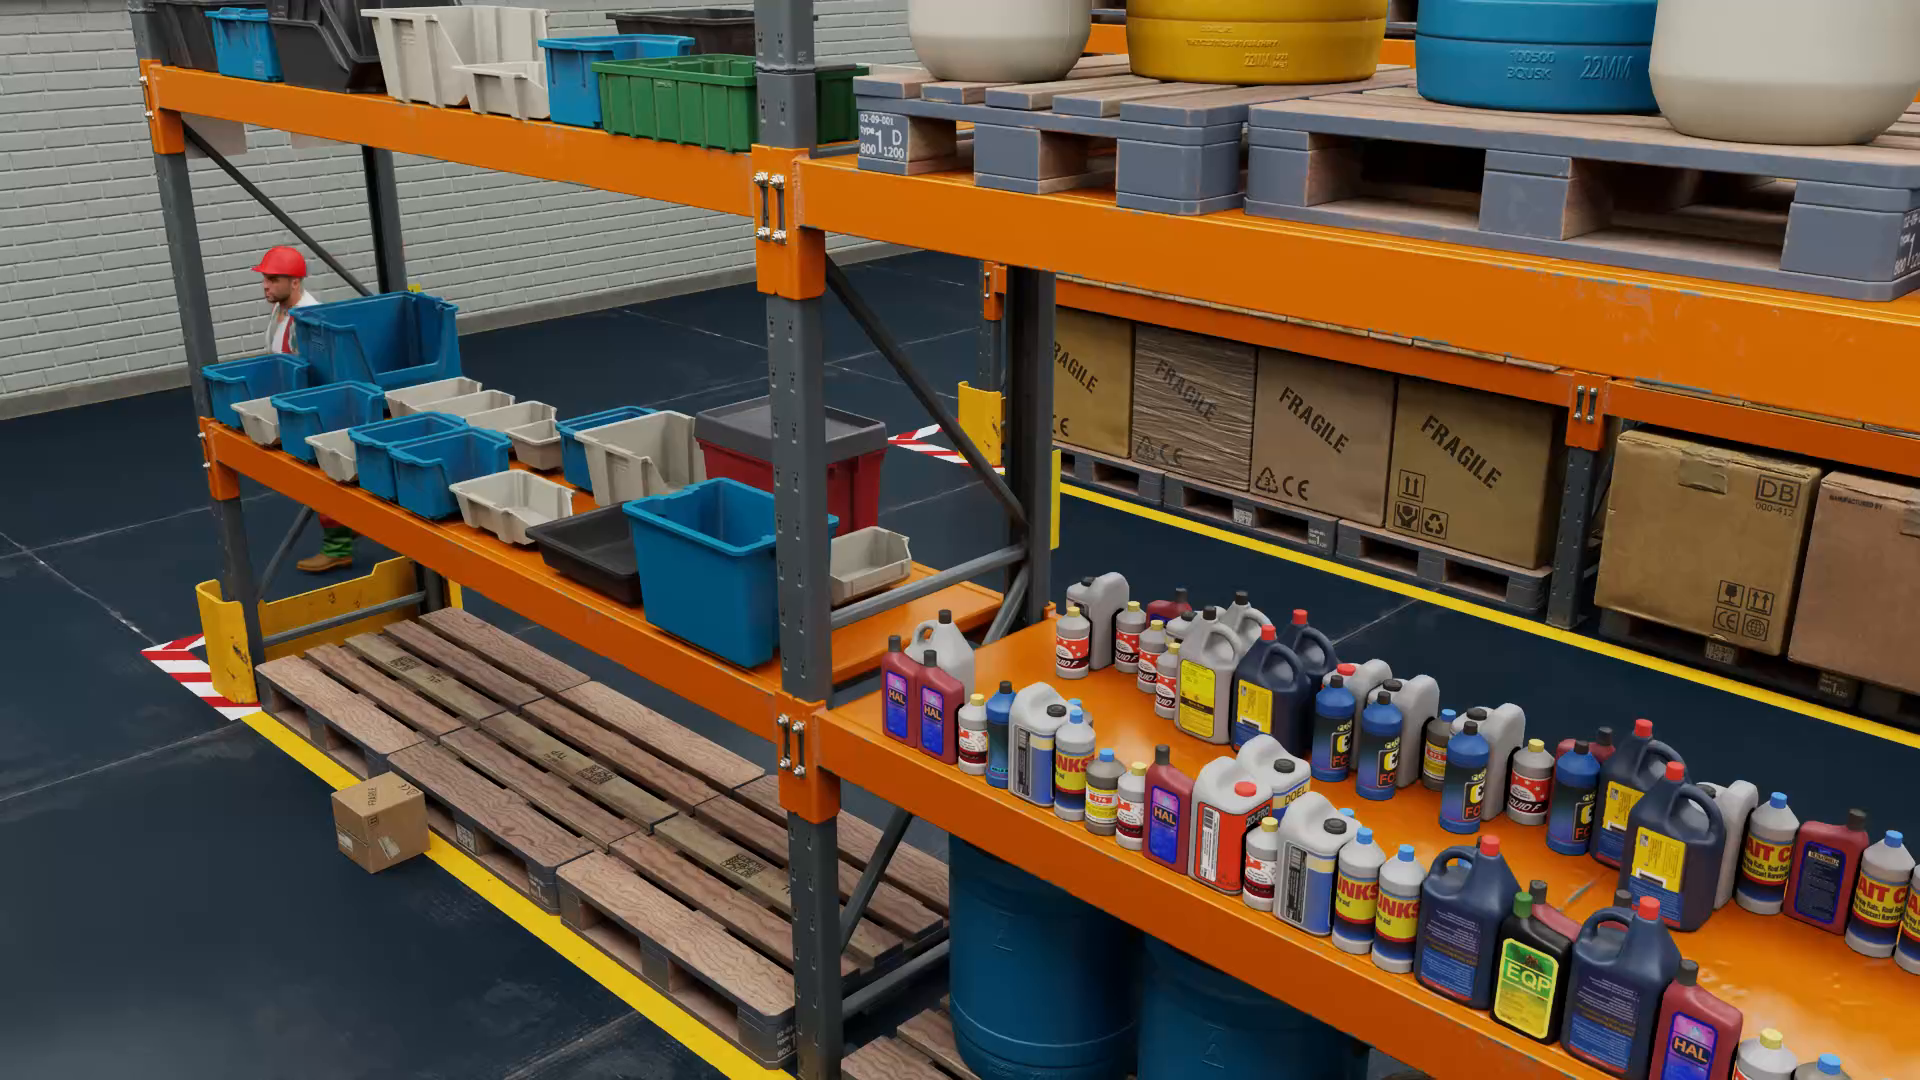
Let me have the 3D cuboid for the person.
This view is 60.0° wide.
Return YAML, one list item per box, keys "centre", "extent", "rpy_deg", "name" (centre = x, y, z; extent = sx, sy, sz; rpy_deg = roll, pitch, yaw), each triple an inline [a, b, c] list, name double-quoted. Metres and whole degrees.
- centre: [-3.400, -0.699, 8.870]
  extent: [0.555, 1.781, 0.589]
  rpy_deg: [-16, 26, -36]
  name: "person"
